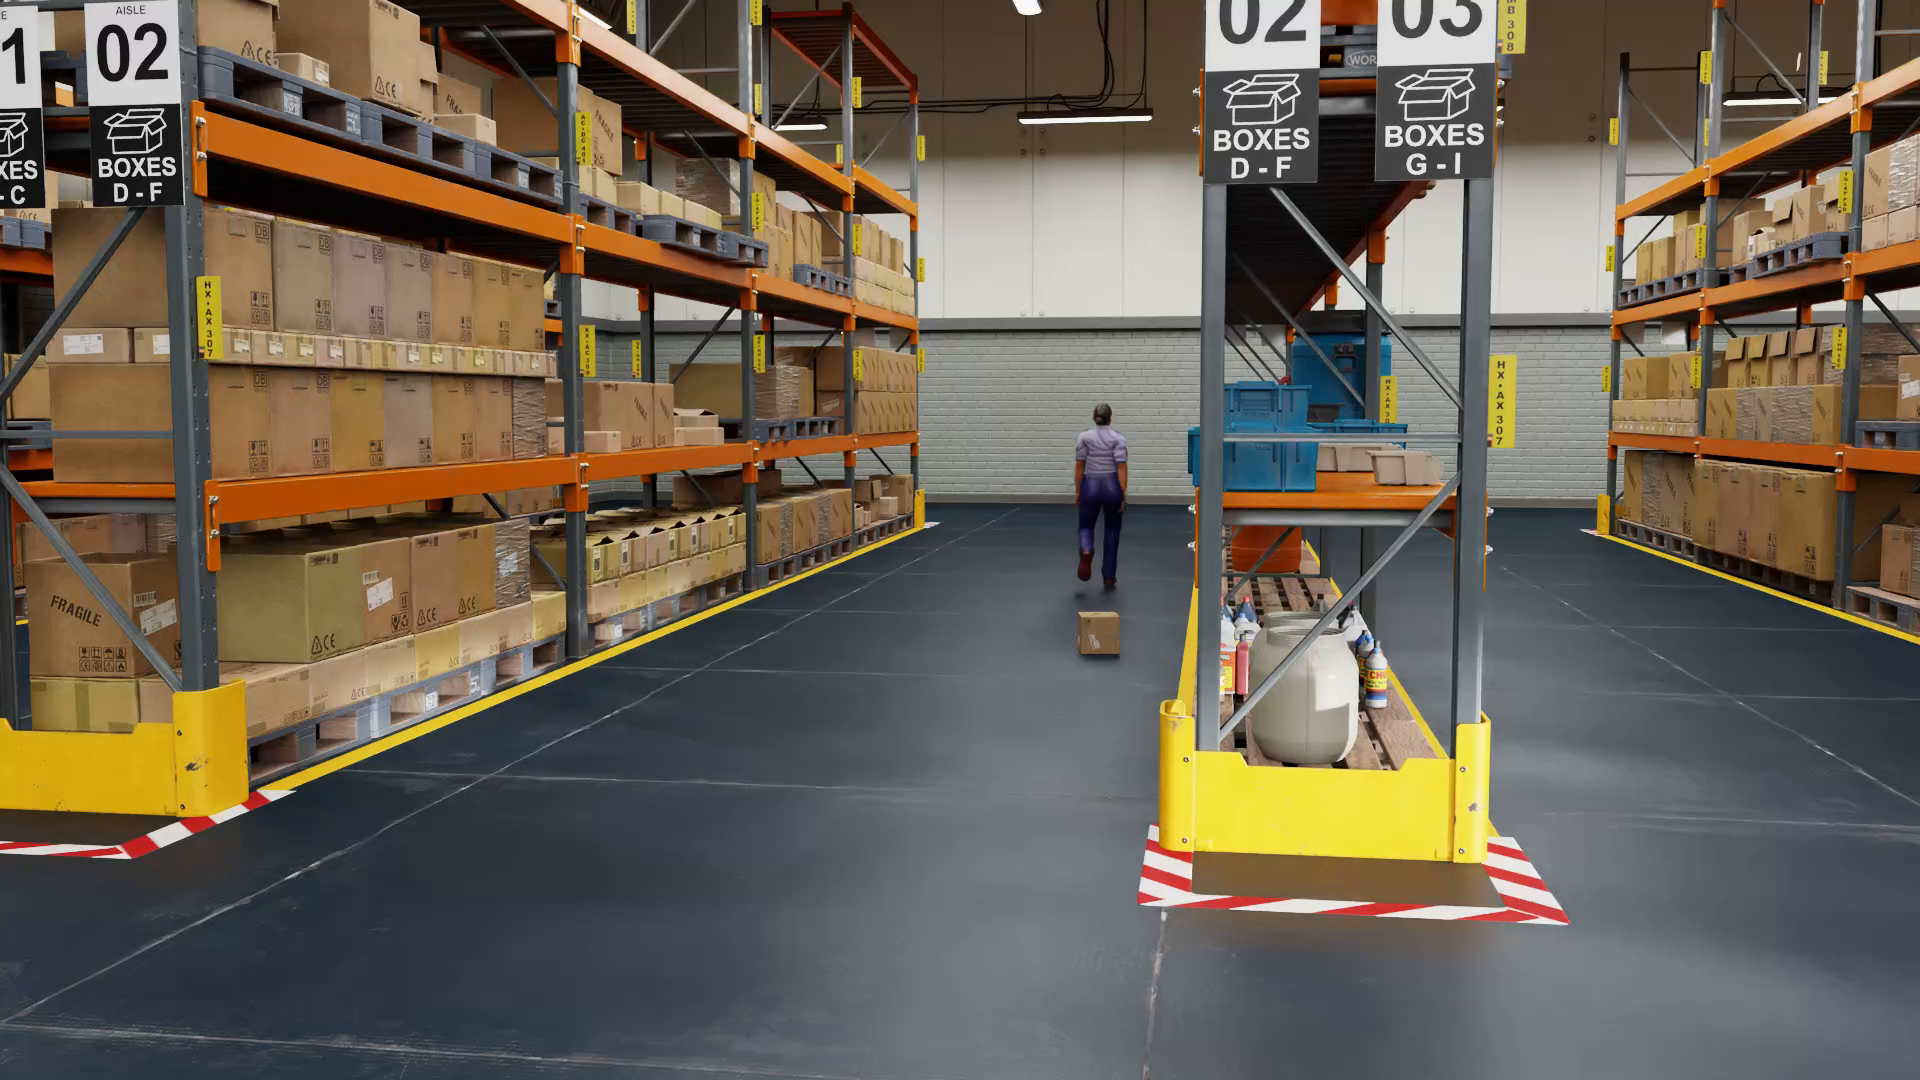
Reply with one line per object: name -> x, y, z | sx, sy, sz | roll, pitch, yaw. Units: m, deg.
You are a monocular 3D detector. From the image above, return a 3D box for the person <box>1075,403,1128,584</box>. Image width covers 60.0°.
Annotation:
person -> 1.258, -0.409, 14.848 | 0.478, 1.629, 0.614 | 1, 5, 7
